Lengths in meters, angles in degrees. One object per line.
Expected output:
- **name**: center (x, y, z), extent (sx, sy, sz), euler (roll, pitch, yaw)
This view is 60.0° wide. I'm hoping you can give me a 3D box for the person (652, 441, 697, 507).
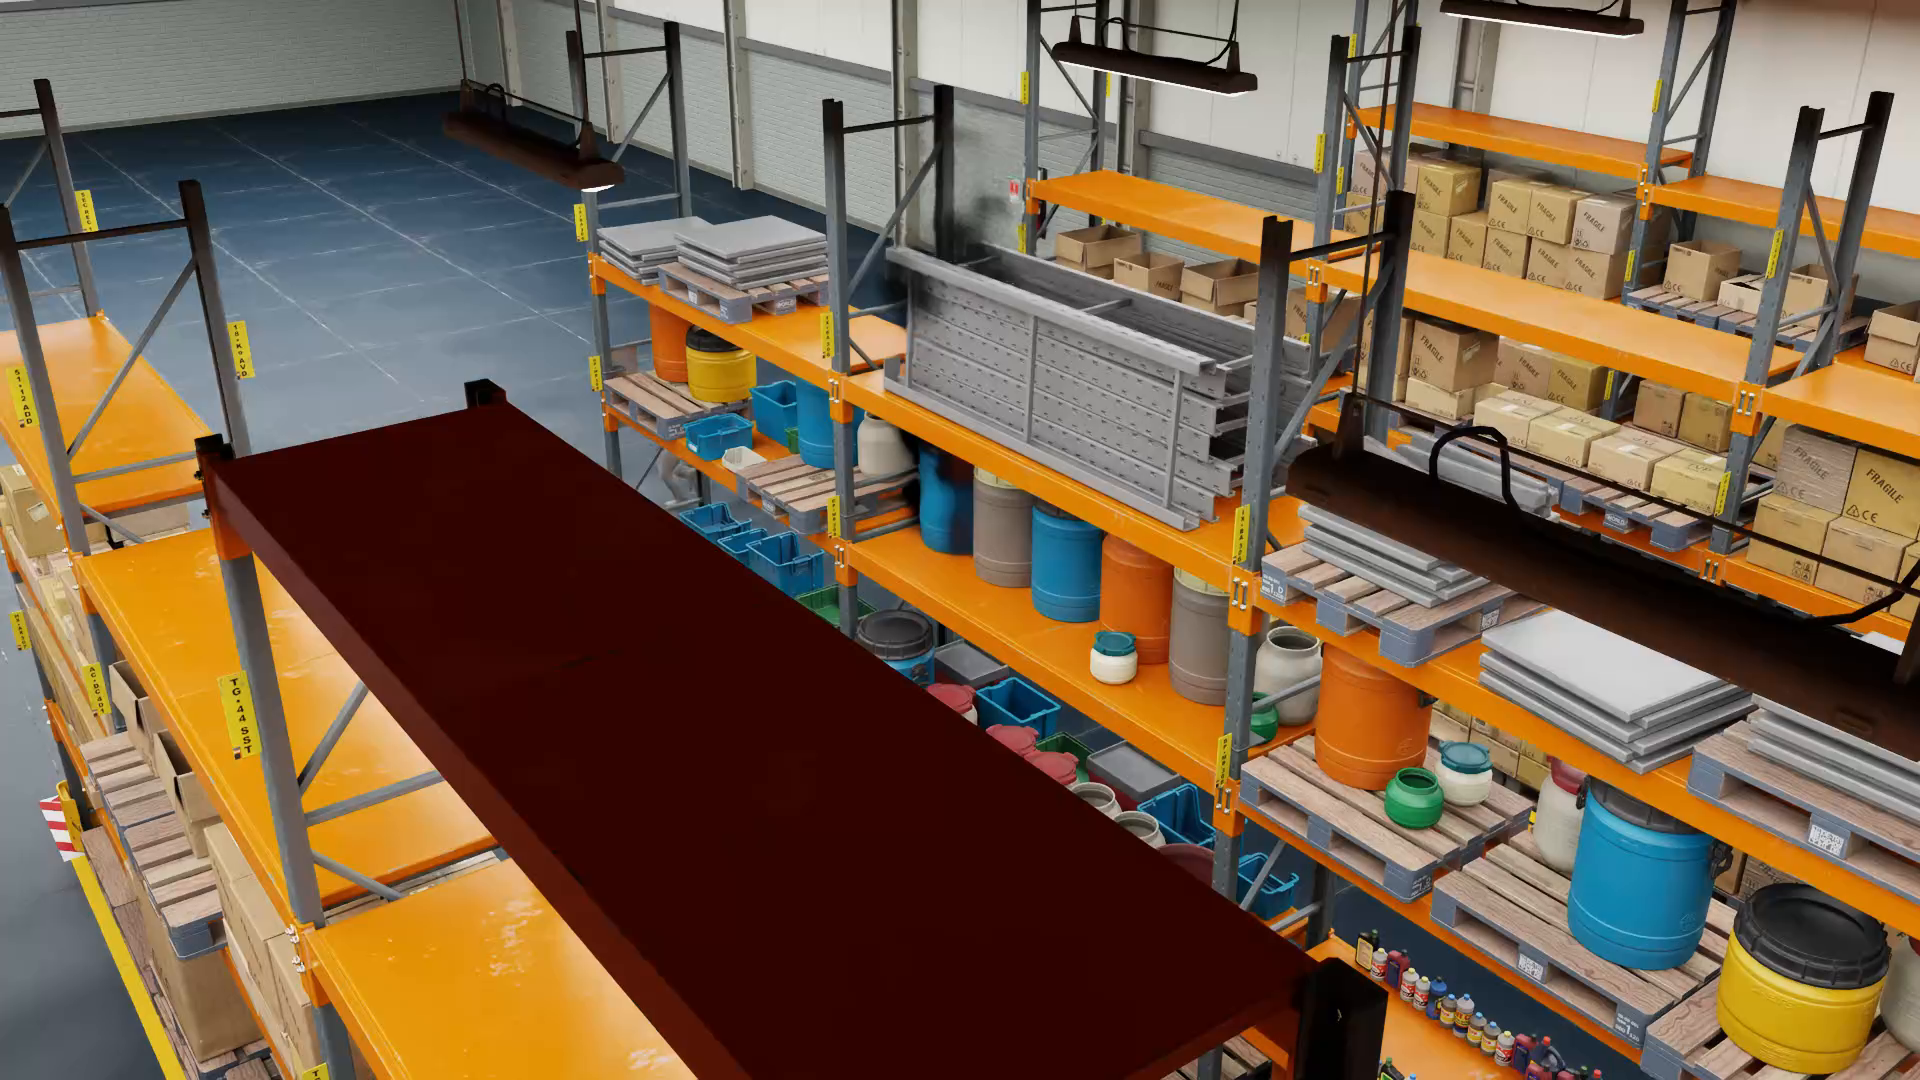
- **person**: center (-3.361, -1.161, 19.556), extent (0.501, 1.662, 0.582), euler (-4, 25, -9)
